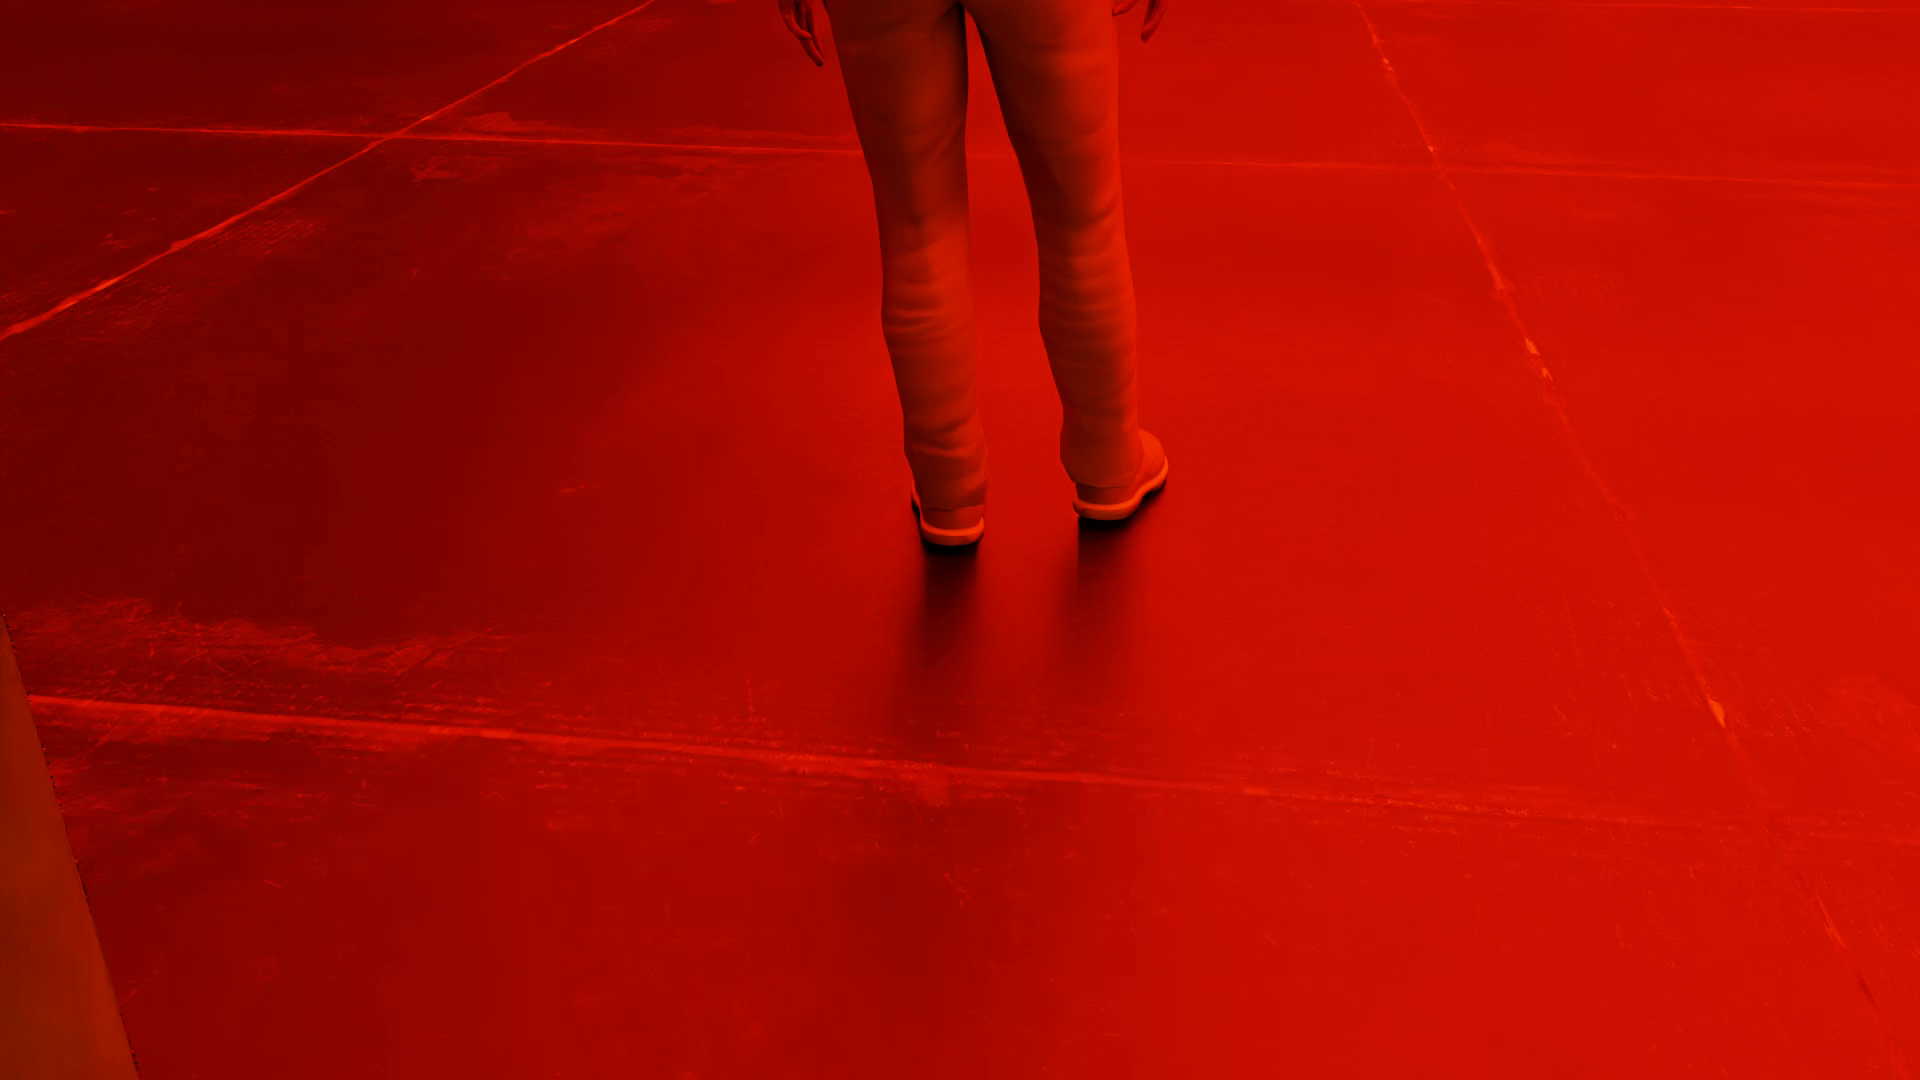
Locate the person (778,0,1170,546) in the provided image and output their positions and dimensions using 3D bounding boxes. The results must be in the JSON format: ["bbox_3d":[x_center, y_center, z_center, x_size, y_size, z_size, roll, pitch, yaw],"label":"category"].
[{"bbox_3d":[0.030,-0.795,2.183,0.569,1.692,0.530,3,27,7],"label":"person"}]
